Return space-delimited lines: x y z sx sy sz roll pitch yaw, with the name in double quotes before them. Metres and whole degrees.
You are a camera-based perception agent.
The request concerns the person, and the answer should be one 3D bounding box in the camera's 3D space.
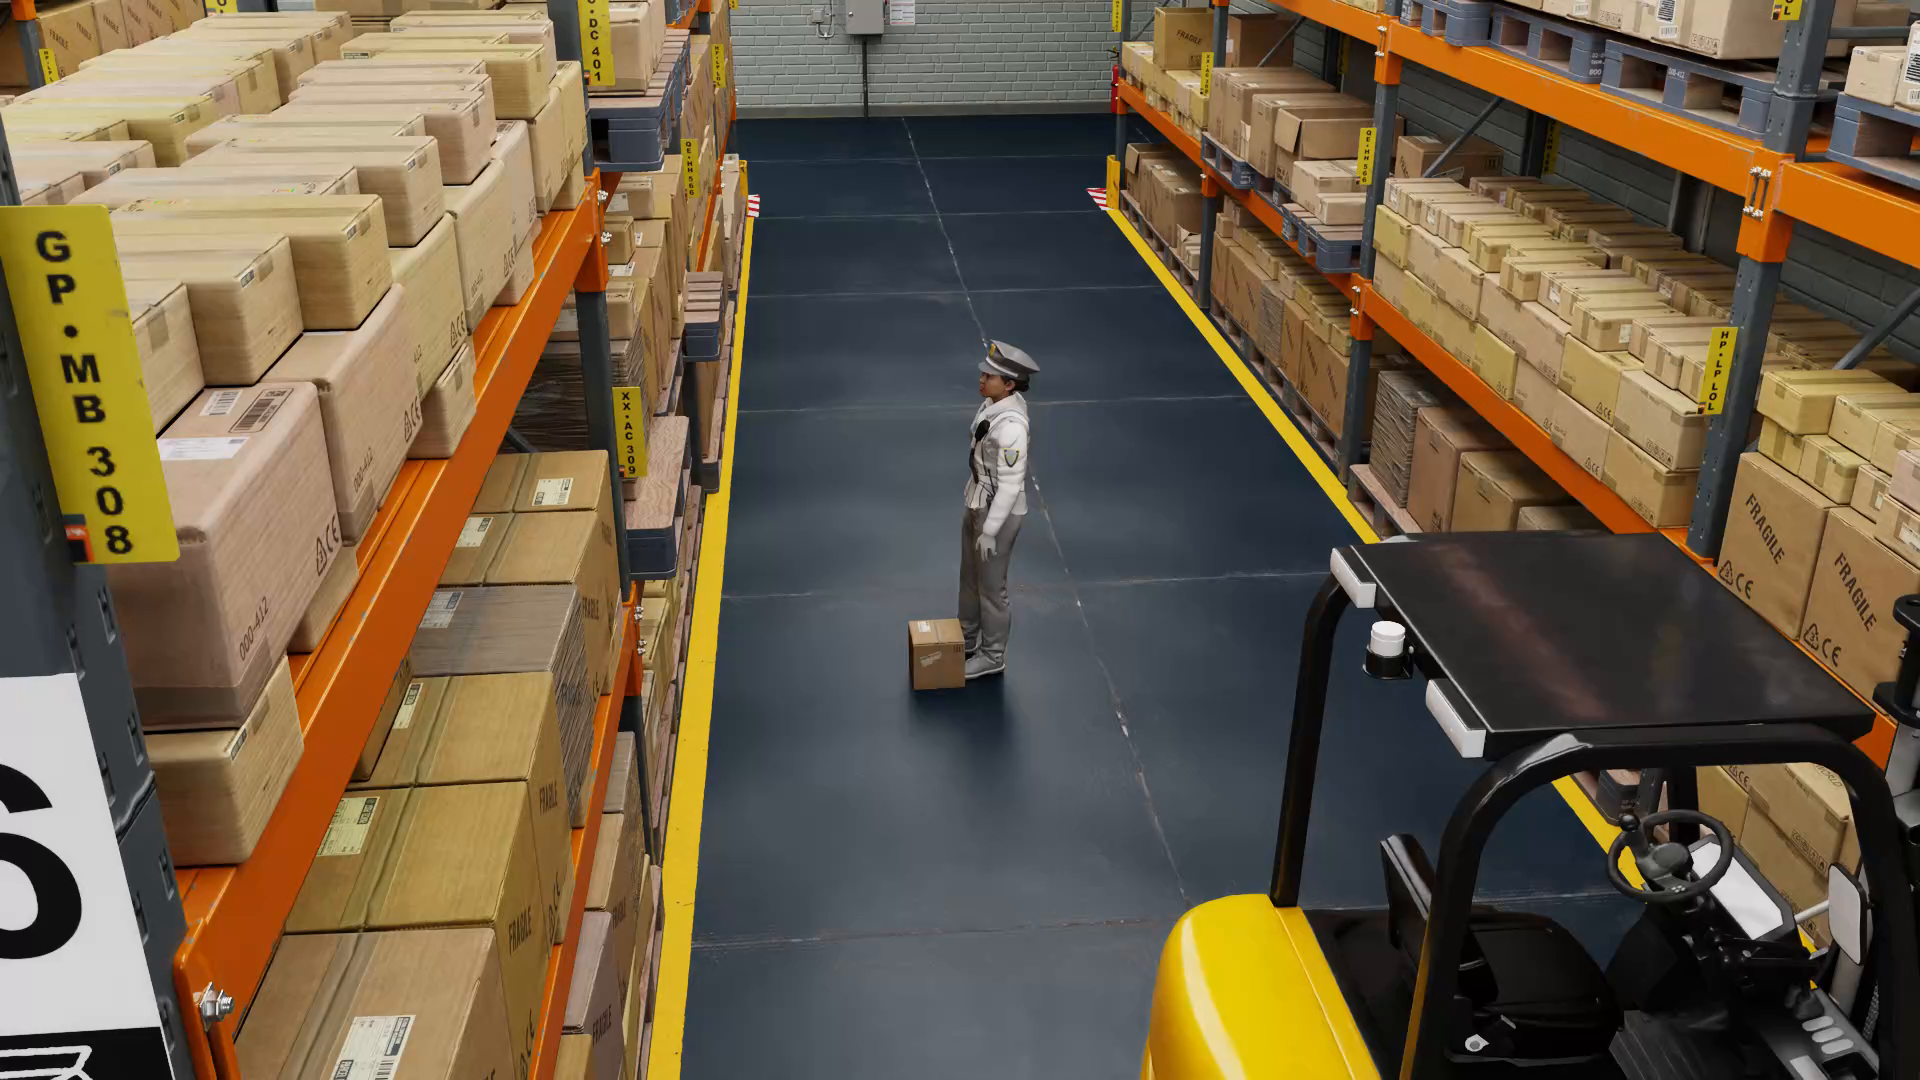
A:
"person" 0.088 -0.133 7.838 0.531 1.695 0.586 -2 24 -5
